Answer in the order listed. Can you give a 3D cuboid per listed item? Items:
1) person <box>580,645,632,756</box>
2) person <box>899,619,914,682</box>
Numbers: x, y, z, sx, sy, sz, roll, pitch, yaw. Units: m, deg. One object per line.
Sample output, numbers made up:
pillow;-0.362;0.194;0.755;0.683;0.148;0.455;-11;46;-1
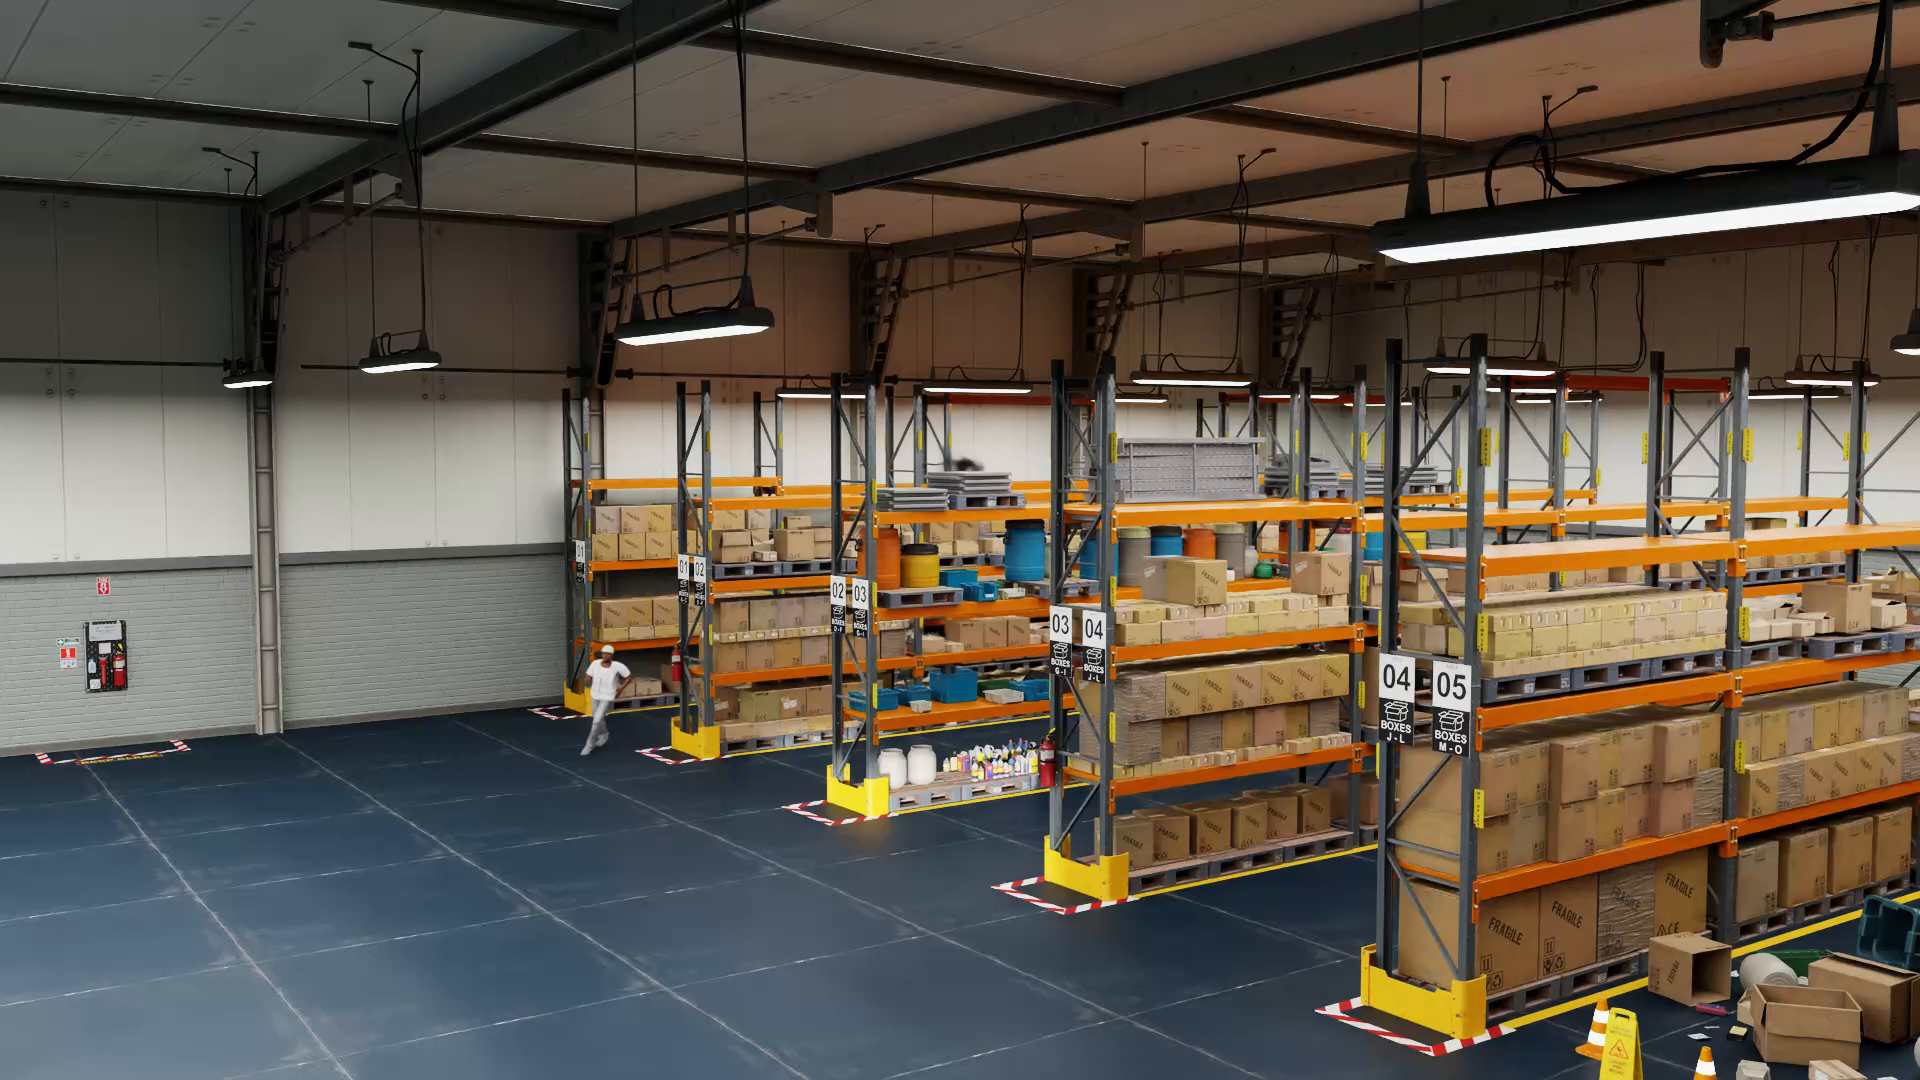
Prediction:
person;-5.736;2.563;26.898;0.704;1.766;0.845;1;4;21
person;-0.997;2.274;31.318;0.891;1.685;0.586;-3;5;-39
